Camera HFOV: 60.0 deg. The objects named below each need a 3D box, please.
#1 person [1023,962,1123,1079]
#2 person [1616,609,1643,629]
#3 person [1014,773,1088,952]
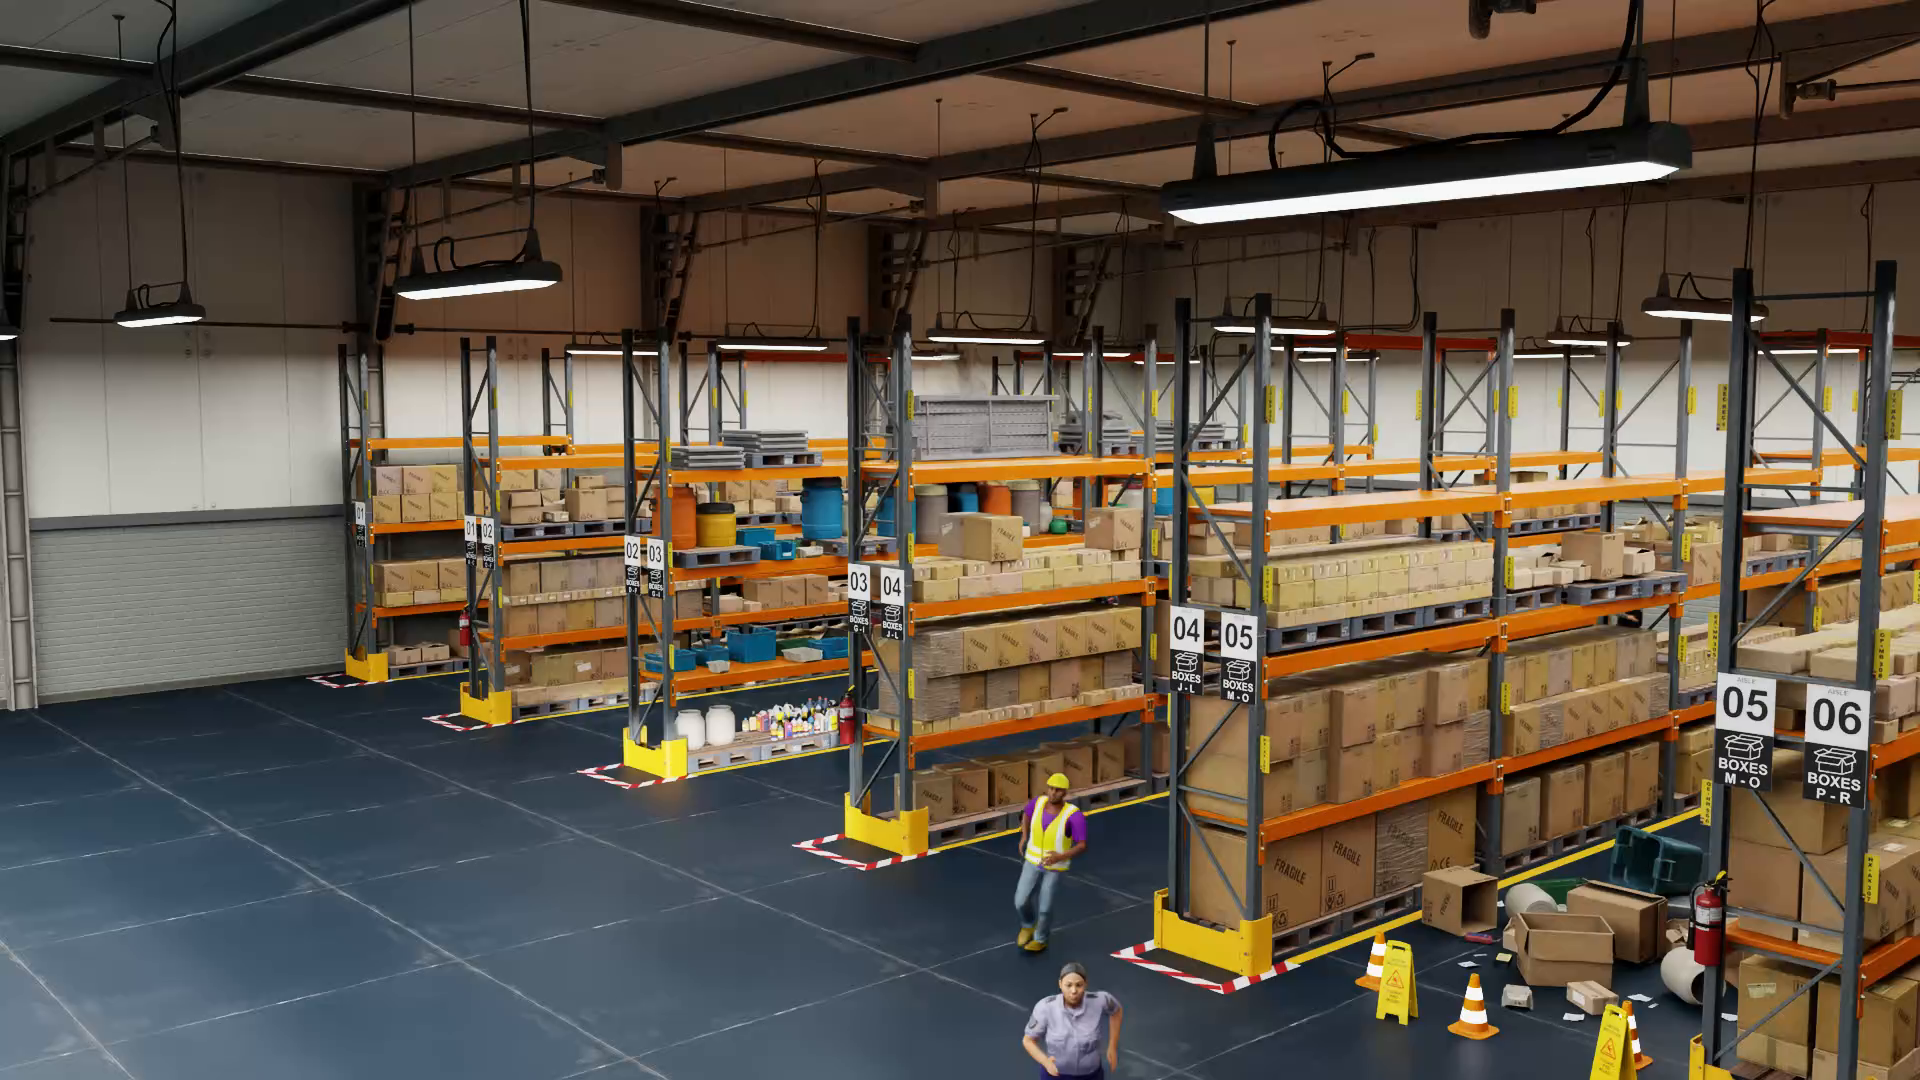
[{"bbox_3d":[0.714,3.435,10.521,0.638,1.666,0.948,0,5,1],"label":"person"},{"bbox_3d":[12.247,1.612,30.318,0.655,1.705,0.654,-1,5,-10],"label":"person"},{"bbox_3d":[0.818,2.953,15.140,0.725,1.713,0.559,2,6,25],"label":"person"}]
